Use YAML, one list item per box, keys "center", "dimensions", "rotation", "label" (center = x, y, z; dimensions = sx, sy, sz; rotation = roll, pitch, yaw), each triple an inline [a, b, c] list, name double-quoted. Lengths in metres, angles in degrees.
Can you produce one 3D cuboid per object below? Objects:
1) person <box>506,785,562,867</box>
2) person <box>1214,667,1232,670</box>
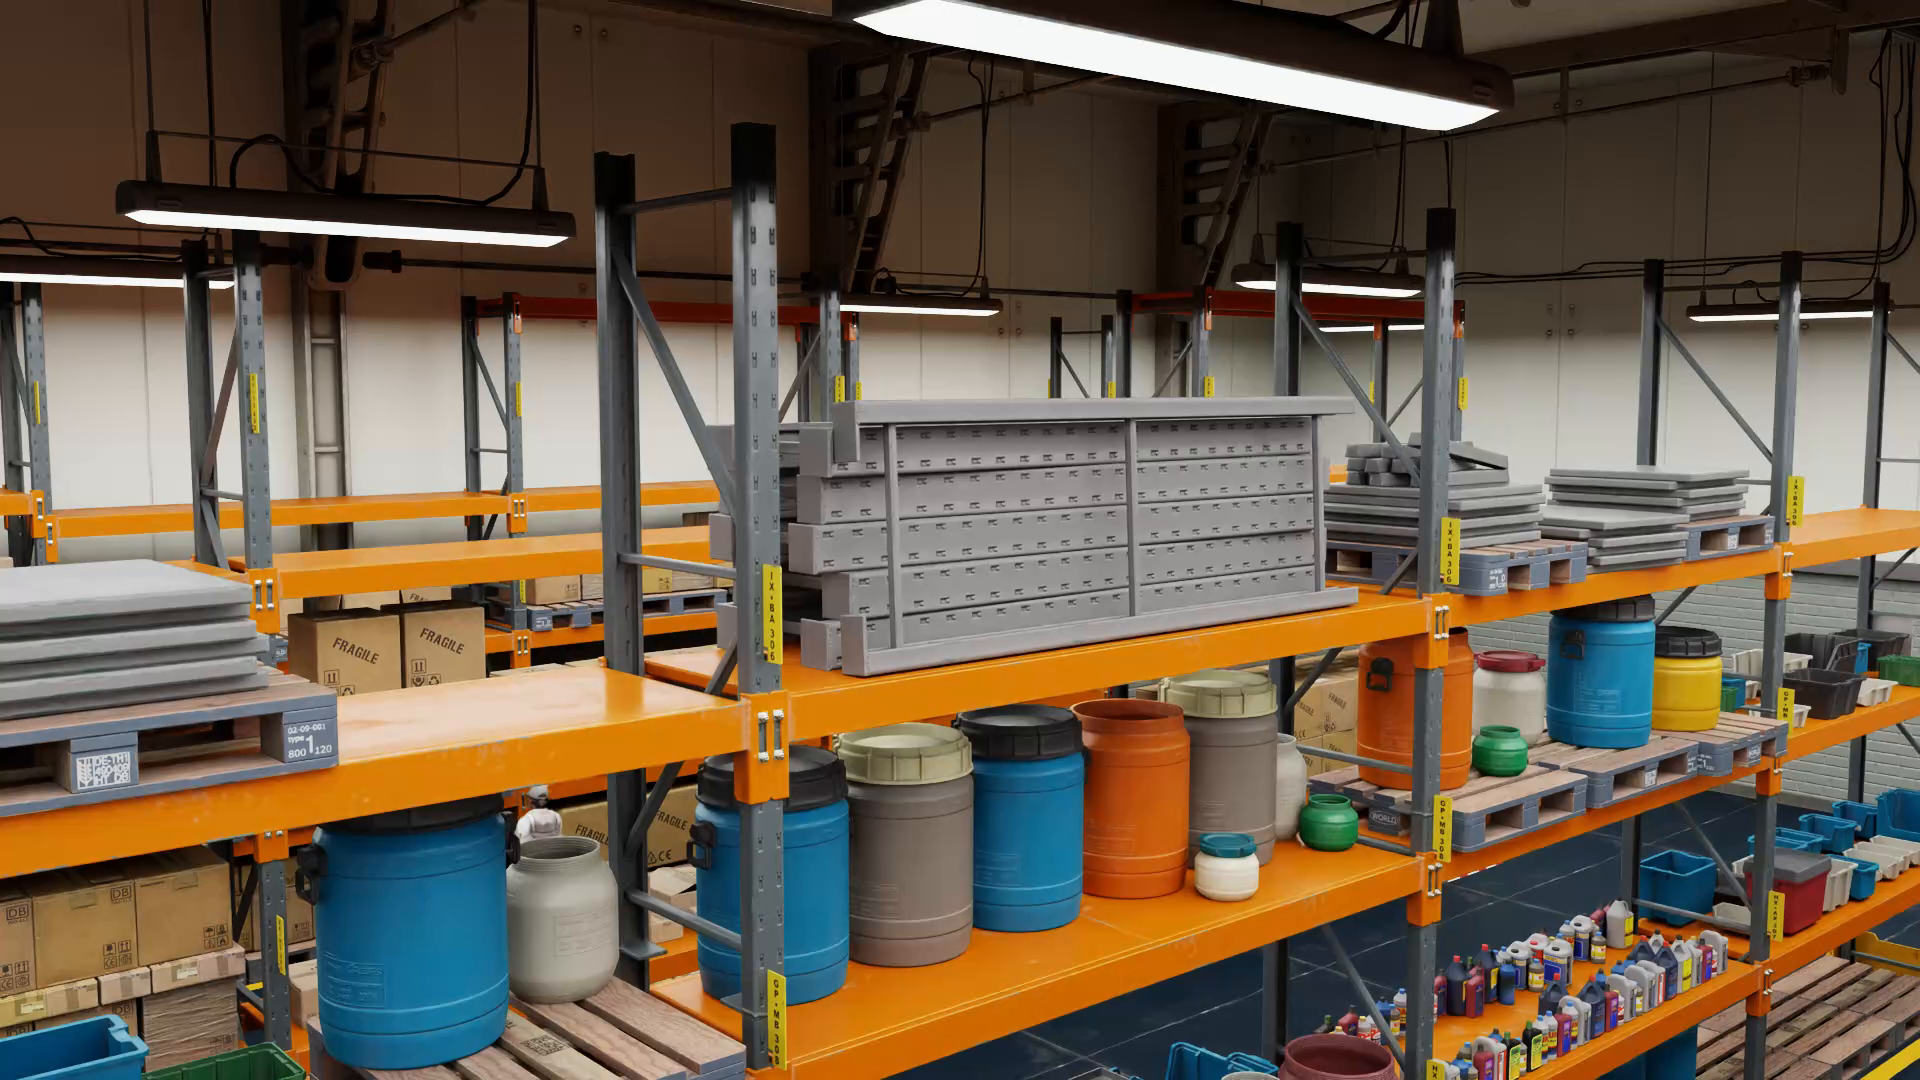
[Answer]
- center: [-3.740, 2.978, 14.547]
  dimensions: [0.397, 1.709, 0.561]
  rotation: [4, 7, 39]
  label: "person"
- center: [3.324, 2.270, 21.504]
  dimensions: [0.657, 1.717, 1.130]
  rotation: [4, 7, 34]
  label: "person"
